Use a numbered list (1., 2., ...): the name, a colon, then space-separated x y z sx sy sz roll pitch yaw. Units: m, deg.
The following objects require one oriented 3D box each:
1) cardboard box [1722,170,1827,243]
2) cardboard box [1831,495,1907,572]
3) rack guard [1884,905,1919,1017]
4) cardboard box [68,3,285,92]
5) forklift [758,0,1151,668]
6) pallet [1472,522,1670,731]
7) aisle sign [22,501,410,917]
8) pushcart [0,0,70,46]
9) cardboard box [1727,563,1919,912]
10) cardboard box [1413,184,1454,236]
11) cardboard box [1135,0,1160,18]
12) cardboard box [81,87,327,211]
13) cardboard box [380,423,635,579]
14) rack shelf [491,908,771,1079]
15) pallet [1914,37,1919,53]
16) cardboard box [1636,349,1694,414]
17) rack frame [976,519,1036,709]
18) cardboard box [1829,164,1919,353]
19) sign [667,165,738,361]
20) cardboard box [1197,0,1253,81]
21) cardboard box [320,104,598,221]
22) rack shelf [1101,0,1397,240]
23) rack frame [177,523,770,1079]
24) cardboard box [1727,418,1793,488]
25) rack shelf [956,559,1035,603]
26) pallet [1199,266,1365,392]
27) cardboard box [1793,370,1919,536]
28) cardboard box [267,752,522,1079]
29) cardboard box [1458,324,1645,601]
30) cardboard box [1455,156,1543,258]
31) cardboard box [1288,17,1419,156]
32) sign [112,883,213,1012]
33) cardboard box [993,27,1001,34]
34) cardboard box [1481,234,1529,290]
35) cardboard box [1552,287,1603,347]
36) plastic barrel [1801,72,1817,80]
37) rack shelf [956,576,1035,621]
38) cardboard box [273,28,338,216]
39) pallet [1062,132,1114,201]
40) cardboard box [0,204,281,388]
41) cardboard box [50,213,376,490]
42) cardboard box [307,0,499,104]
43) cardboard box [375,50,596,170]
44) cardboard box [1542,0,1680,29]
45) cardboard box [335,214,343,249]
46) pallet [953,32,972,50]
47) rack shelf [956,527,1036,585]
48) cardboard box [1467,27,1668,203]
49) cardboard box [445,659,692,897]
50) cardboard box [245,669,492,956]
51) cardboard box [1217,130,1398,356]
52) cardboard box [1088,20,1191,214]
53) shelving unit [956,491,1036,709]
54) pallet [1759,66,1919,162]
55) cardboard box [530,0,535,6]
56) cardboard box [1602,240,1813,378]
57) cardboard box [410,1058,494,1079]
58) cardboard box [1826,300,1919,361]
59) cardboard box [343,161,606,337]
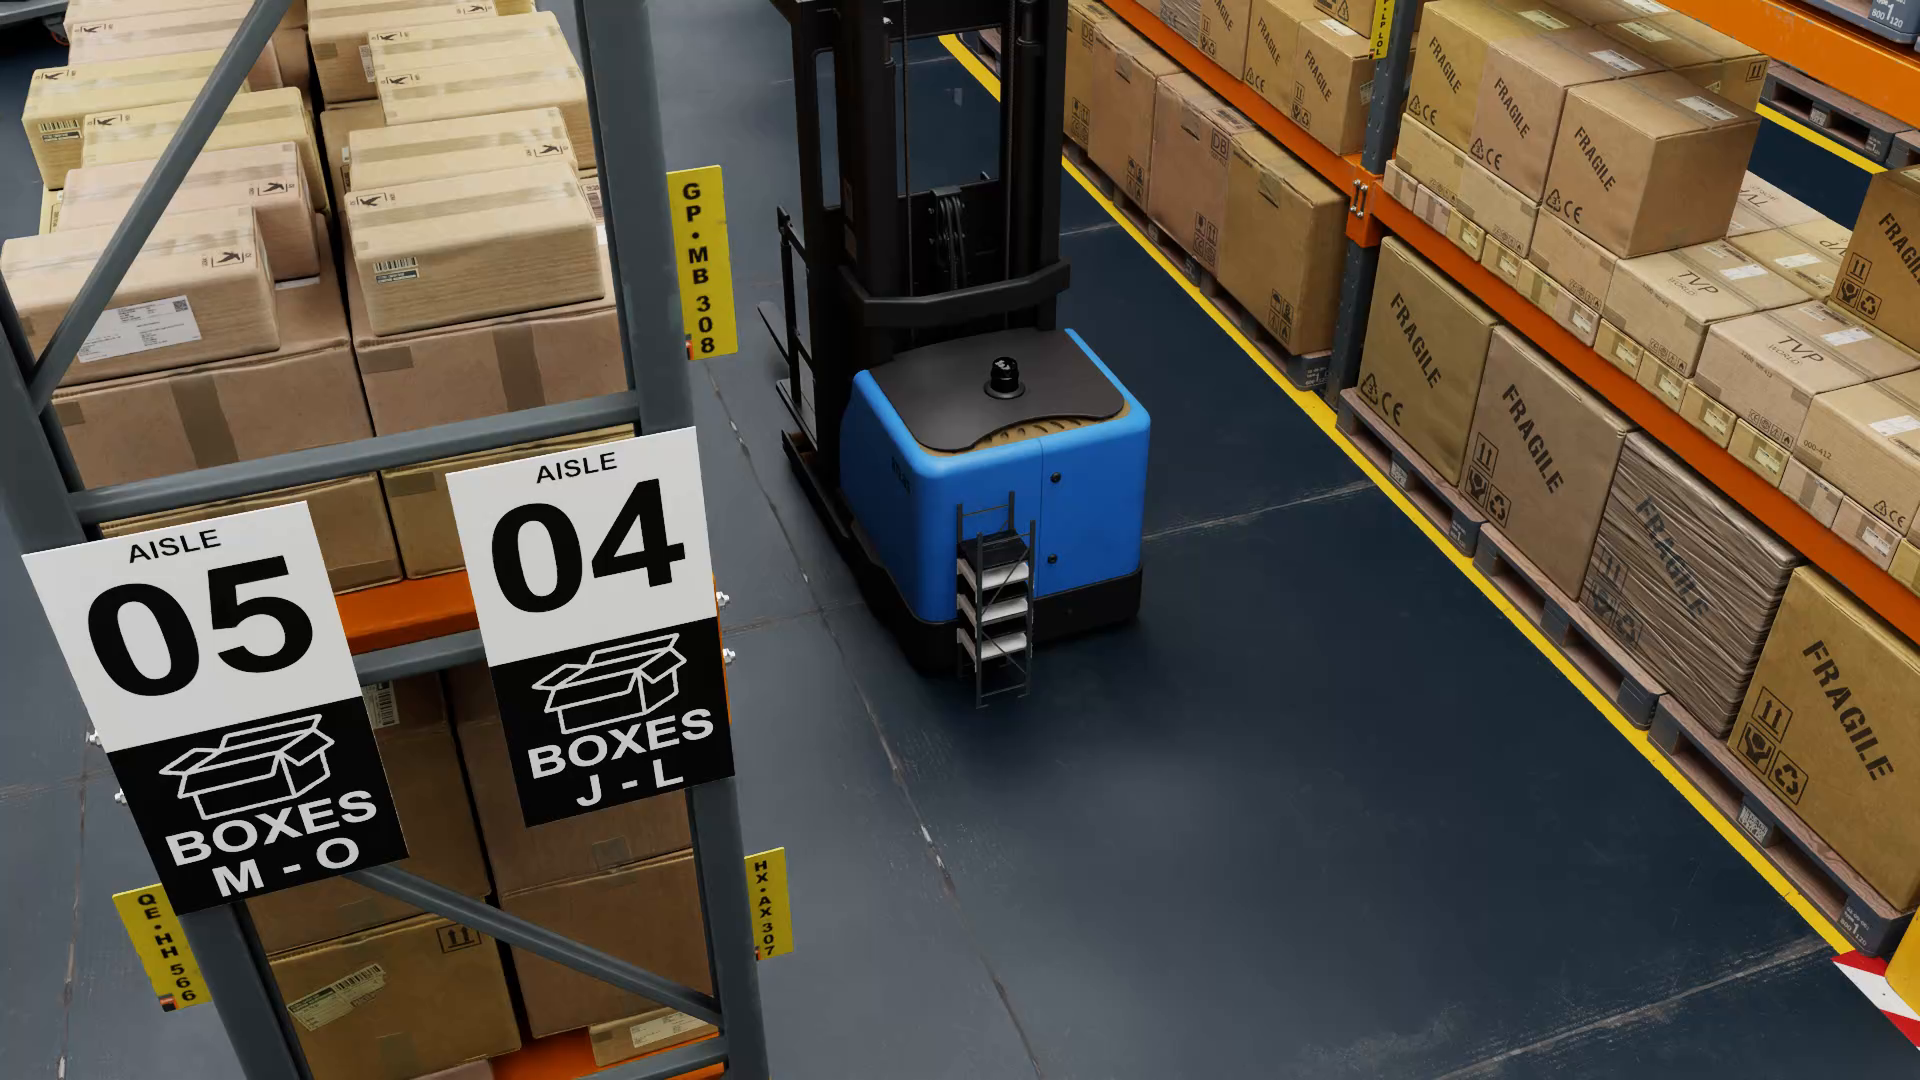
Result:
1. cardboard box: 3.151 -1.281 6.835 0.500 0.250 0.500 -12 39 -15
2. cardboard box: 3.164 -0.060 5.545 0.380 0.149 0.250 -12 39 -16
3. rack guard: 3.781 1.274 5.643 1.175 0.500 0.348 -12 39 -16
4. cardboard box: -1.614 -0.979 3.441 0.380 0.149 0.250 -13 39 -17
5. forklift: -0.233 -1.523 7.336 1.130 2.935 3.031 -13 39 -17
6. pallet: 3.008 0.252 7.240 1.003 0.211 1.213 -12 39 -16
7. aisle sign: -1.176 0.297 2.702 0.394 0.787 0.004 -12 39 -16
8. pushcart: -7.538 -3.918 12.638 1.648 0.377 0.936 -27 45 -31
9. cardboard box: 3.477 0.598 5.880 0.875 0.875 0.875 -12 39 -16
10. cardboard box: 2.276 -1.513 7.474 0.380 0.149 0.250 -14 39 -17
11. cardboard box: 1.291 -3.387 9.670 0.500 0.500 0.500 -13 39 -17
12. cardboard box: -1.391 -0.697 3.066 0.380 0.149 0.250 -14 39 -17
13. cardboard box: -0.834 -0.213 3.171 0.500 0.250 0.500 -11 38 -14
14. rack shelf: -1.607 0.389 5.338 1.077 0.370 4.000 -12 39 -16
15. pallet: 3.508 -1.318 4.587 1.003 0.211 1.213 -12 39 -16
16. cardboard box: 2.815 -0.634 6.308 0.380 0.149 0.250 -12 39 -15
17. rack frame: 0.177 0.307 6.594 0.240 0.900 0.006 -13 39 -17
18. cardboard box: 3.505 -0.997 5.835 0.500 0.500 0.500 -13 39 -17
19. sign: -0.410 -0.428 2.605 0.100 0.325 0.005 -12 39 -16
20. cardboard box: 1.629 -2.820 8.917 0.500 0.500 0.500 -13 39 -16
21. cardboard box: -1.007 -0.702 3.405 0.500 0.250 0.500 -13 39 -17
22. rack shelf: 1.708 -2.840 9.625 1.077 0.370 4.000 -12 39 -16
23. rack frame: -0.919 1.232 3.621 1.000 3.000 0.127 -12 39 -16
24. cardboard box: 2.988 -0.347 5.927 0.380 0.149 0.250 -13 39 -17
25. rack shelf: 0.140 0.133 6.581 0.258 0.077 0.200 -13 39 -17
26. pallet: 2.060 -1.304 9.306 1.003 0.211 1.213 -12 39 -16
27. cardboard box: 3.183 -0.302 5.536 0.500 0.250 0.500 -13 39 -17
28. cardboard box: -1.315 0.873 3.768 0.500 0.500 0.500 -12 39 -15
29. cardboard box: 2.858 -0.419 7.230 0.875 0.875 0.875 -12 39 -16
30. cardboard box: 2.478 -1.455 7.066 0.500 0.250 0.500 -13 39 -16
31. cardboard box: 1.979 -2.245 8.154 0.500 0.500 0.500 -12 39 -16
32. sign: -1.447 0.747 3.040 0.100 0.325 0.005 -12 39 -16
33. cardboard box: 0.568 -4.119 12.438 0.700 0.500 0.500 -16 40 -20
34. cardboard box: 2.460 -1.216 7.080 0.380 0.149 0.250 -13 39 -17
35. cardboard box: 2.632 -0.929 6.699 0.380 0.149 0.250 -12 39 -15
36. plastic barrel: 6.243 -3.576 11.660 0.600 0.588 0.708 -12 39 -16
37. rack shelf: 0.140 0.205 6.635 0.258 0.077 0.200 -13 39 -17
38. cardboard box: -1.667 -0.892 3.657 0.500 0.250 0.500 -12 39 -15
39. pallet: 1.220 -2.682 11.136 1.003 0.211 1.213 -12 39 -16
40. cardboard box: -1.309 -0.392 2.662 0.380 0.149 0.250 -13 39 -16
41. cardboard box: -1.316 -0.314 2.889 0.500 0.250 0.500 -14 39 -17
42. cardboard box: -1.183 -1.073 3.566 0.380 0.149 0.250 -11 38 -15
43. cardboard box: -0.912 -0.812 3.219 0.380 0.149 0.250 -12 39 -16
44. cardboard box: 2.806 -2.152 7.368 0.500 0.500 0.500 -11 38 -15
45. cardboard box: -1.665 -0.678 3.789 0.500 0.250 0.500 -11 38 -14
46. pallet: 0.336 -4.273 13.248 1.003 0.211 1.213 -12 39 -16
47. rack shelf: 0.140 0.061 6.527 0.258 0.077 0.200 -13 39 -17
48. cardboard box: 2.483 -1.753 6.838 0.500 0.500 0.500 -12 39 -16
49. cardboard box: -0.824 0.365 3.611 0.500 0.500 0.500 -13 39 -16
50. cardboard box: -1.310 0.467 3.476 0.500 0.500 0.500 -13 39 -17
51. cardboard box: 2.157 -1.674 8.896 1.225 0.875 0.875 -12 39 -16
52. cardboard box: 1.537 -2.677 10.228 1.225 0.875 0.875 -12 39 -16
53. shelving unit: 0.140 0.250 6.670 0.258 0.900 0.210 -13 39 -17
54. pallet: 6.397 -3.044 11.616 1.003 0.211 1.213 -12 39 -16
55. cardboard box: -1.345 -1.276 4.167 0.500 0.250 0.500 -14 39 -18
56. cardboard box: 2.824 -0.883 6.307 0.500 0.250 0.500 -12 39 -16
57. cardboard box: -1.297 1.207 3.864 0.380 0.149 0.250 -12 39 -16
58. cardboard box: 3.506 -0.701 6.065 0.500 0.250 0.500 -14 39 -17
59. cardboard box: -0.817 -0.495 2.799 0.380 0.149 0.250 -13 39 -16
